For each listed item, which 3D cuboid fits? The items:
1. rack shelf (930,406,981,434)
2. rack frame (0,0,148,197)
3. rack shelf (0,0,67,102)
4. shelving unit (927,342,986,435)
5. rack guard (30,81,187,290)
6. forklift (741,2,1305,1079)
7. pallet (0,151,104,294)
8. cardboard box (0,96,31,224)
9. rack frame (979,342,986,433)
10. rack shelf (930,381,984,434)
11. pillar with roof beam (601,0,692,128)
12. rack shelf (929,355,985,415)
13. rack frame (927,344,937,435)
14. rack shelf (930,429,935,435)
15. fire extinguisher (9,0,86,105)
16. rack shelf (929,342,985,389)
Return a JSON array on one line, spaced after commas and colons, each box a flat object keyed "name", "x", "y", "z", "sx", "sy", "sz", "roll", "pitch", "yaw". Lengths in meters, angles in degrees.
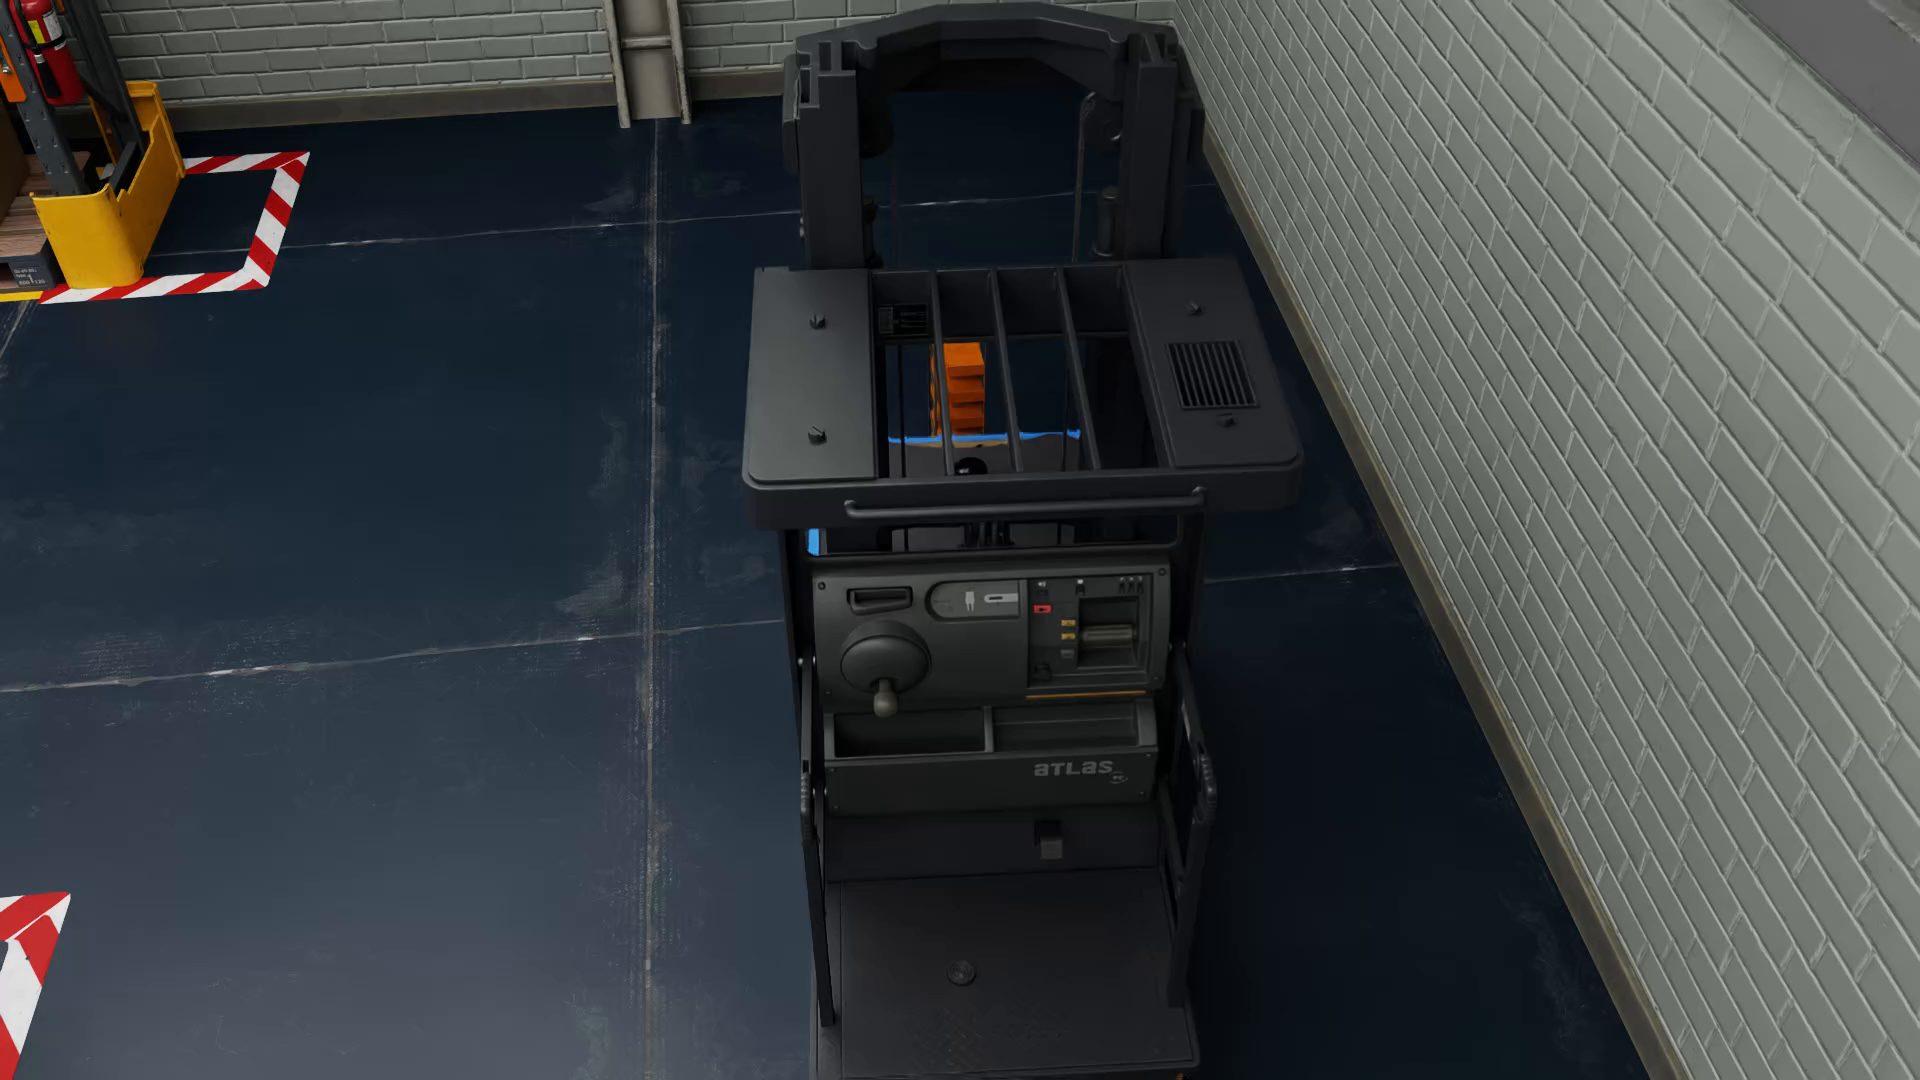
[{"name": "rack shelf", "x": -0.014, "y": -0.411, "z": 6.376, "sx": 0.180, "sy": 0.103, "sz": 0.258, "roll": -5, "pitch": 42, "yaw": -6}, {"name": "rack frame", "x": -4.288, "y": -2.730, "z": 7.537, "sx": 0.127, "sy": 3.000, "sz": 1.000, "roll": -5, "pitch": 42, "yaw": -6}, {"name": "rack shelf", "x": -6.271, "y": -2.289, "z": 7.586, "sx": 4.000, "sy": 0.370, "sz": 1.077, "roll": -5, "pitch": 42, "yaw": -6}, {"name": "shelving unit", "x": -0.014, "y": -0.444, "z": 6.347, "sx": 0.189, "sy": 1.200, "sz": 0.258, "roll": -5, "pitch": 42, "yaw": -6}, {"name": "rack guard", "x": -4.264, "y": -1.804, "z": 8.377, "sx": 0.348, "sy": 0.500, "sz": 1.175, "roll": -5, "pitch": 42, "yaw": -6}, {"name": "forklift", "x": 0.101, "y": 0.336, "z": 4.189, "sx": 1.130, "sy": 2.935, "sz": 3.031, "roll": -2, "pitch": 42, "yaw": -3}, {"name": "pallet", "x": -5.071, "y": -1.573, "z": 8.337, "sx": 1.213, "sy": 0.211, "sz": 1.003, "roll": -5, "pitch": 42, "yaw": -6}, {"name": "cardboard box", "x": -4.969, "y": -1.831, "z": 8.093, "sx": 0.500, "sy": 0.500, "sz": 0.700, "roll": -5, "pitch": 42, "yaw": -6}, {"name": "rack frame", "x": 0.076, "y": -0.452, "z": 6.356, "sx": 0.006, "sy": 1.200, "sz": 0.240, "roll": -5, "pitch": 42, "yaw": -6}, {"name": "rack shelf", "x": -0.014, "y": -0.500, "z": 6.296, "sx": 0.180, "sy": 0.103, "sz": 0.258, "roll": -5, "pitch": 42, "yaw": -6}, {"name": "pillar with roof beam", "x": -1.165, "y": -2.908, "z": 3.255, "sx": 0.400, "sy": 9.000, "sz": 9.100, "roll": -5, "pitch": 42, "yaw": -6}, {"name": "rack shelf", "x": -0.014, "y": -0.589, "z": 6.216, "sx": 0.180, "sy": 0.103, "sz": 0.258, "roll": -5, "pitch": 42, "yaw": -6}, {"name": "rack frame", "x": -0.105, "y": -0.436, "z": 6.338, "sx": 0.006, "sy": 1.200, "sz": 0.240, "roll": -5, "pitch": 42, "yaw": -6}, {"name": "rack shelf", "x": -0.014, "y": -0.322, "z": 6.457, "sx": 0.180, "sy": 0.103, "sz": 0.258, "roll": -5, "pitch": 42, "yaw": -6}, {"name": "fire extinguisher", "x": -4.078, "y": -2.269, "z": 7.363, "sx": 0.183, "sy": 0.674, "sz": 0.296, "roll": -5, "pitch": 42, "yaw": -6}, {"name": "rack shelf", "x": -0.014, "y": -0.679, "z": 6.135, "sx": 0.180, "sy": 0.103, "sz": 0.258, "roll": -5, "pitch": 42, "yaw": -6}]
